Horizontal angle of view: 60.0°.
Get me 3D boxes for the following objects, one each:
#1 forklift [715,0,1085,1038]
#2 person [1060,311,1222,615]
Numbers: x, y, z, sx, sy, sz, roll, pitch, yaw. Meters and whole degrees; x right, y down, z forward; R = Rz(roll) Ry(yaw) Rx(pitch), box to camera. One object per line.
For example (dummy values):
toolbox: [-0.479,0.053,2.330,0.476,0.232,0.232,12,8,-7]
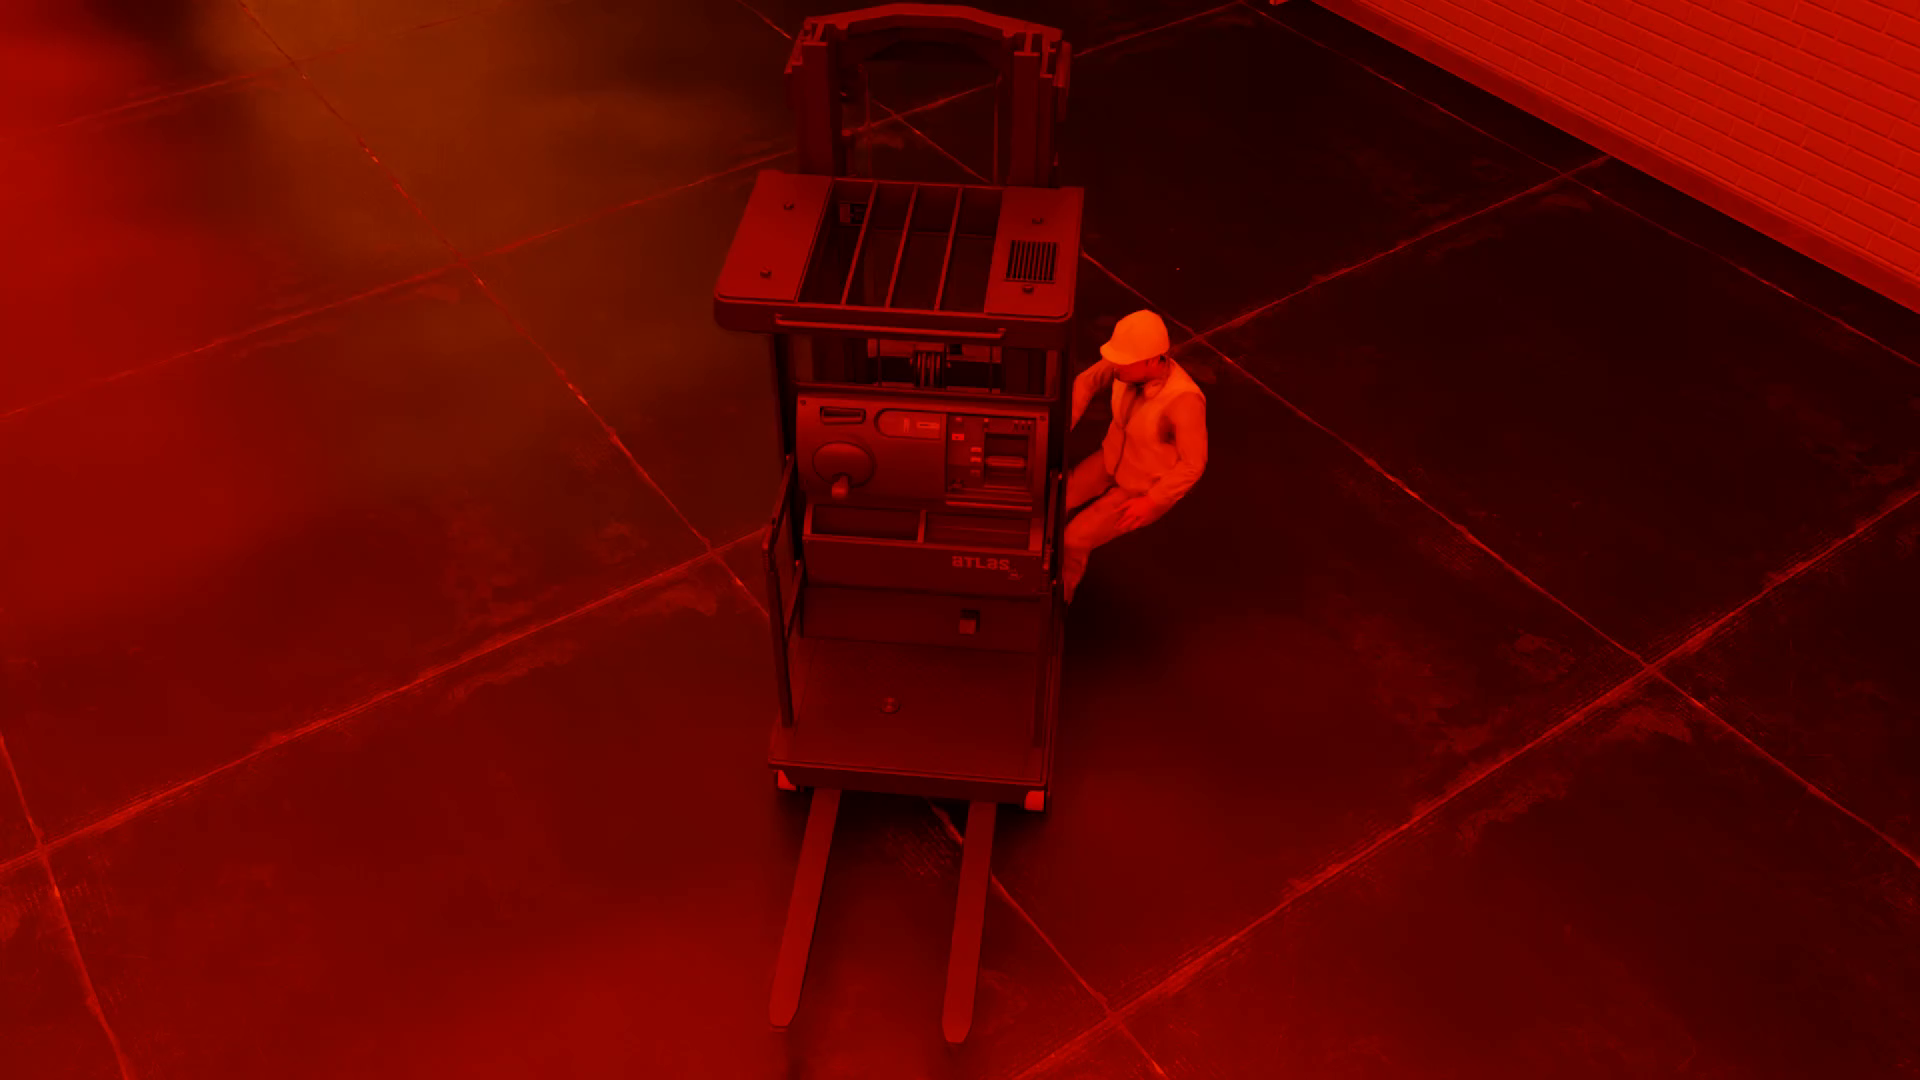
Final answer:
forklift: [-0.158,-0.254,5.991,1.130,2.935,3.031,4,43,4]
person: [0.603,-0.257,7.093,0.921,1.565,0.784,-28,49,-27]
